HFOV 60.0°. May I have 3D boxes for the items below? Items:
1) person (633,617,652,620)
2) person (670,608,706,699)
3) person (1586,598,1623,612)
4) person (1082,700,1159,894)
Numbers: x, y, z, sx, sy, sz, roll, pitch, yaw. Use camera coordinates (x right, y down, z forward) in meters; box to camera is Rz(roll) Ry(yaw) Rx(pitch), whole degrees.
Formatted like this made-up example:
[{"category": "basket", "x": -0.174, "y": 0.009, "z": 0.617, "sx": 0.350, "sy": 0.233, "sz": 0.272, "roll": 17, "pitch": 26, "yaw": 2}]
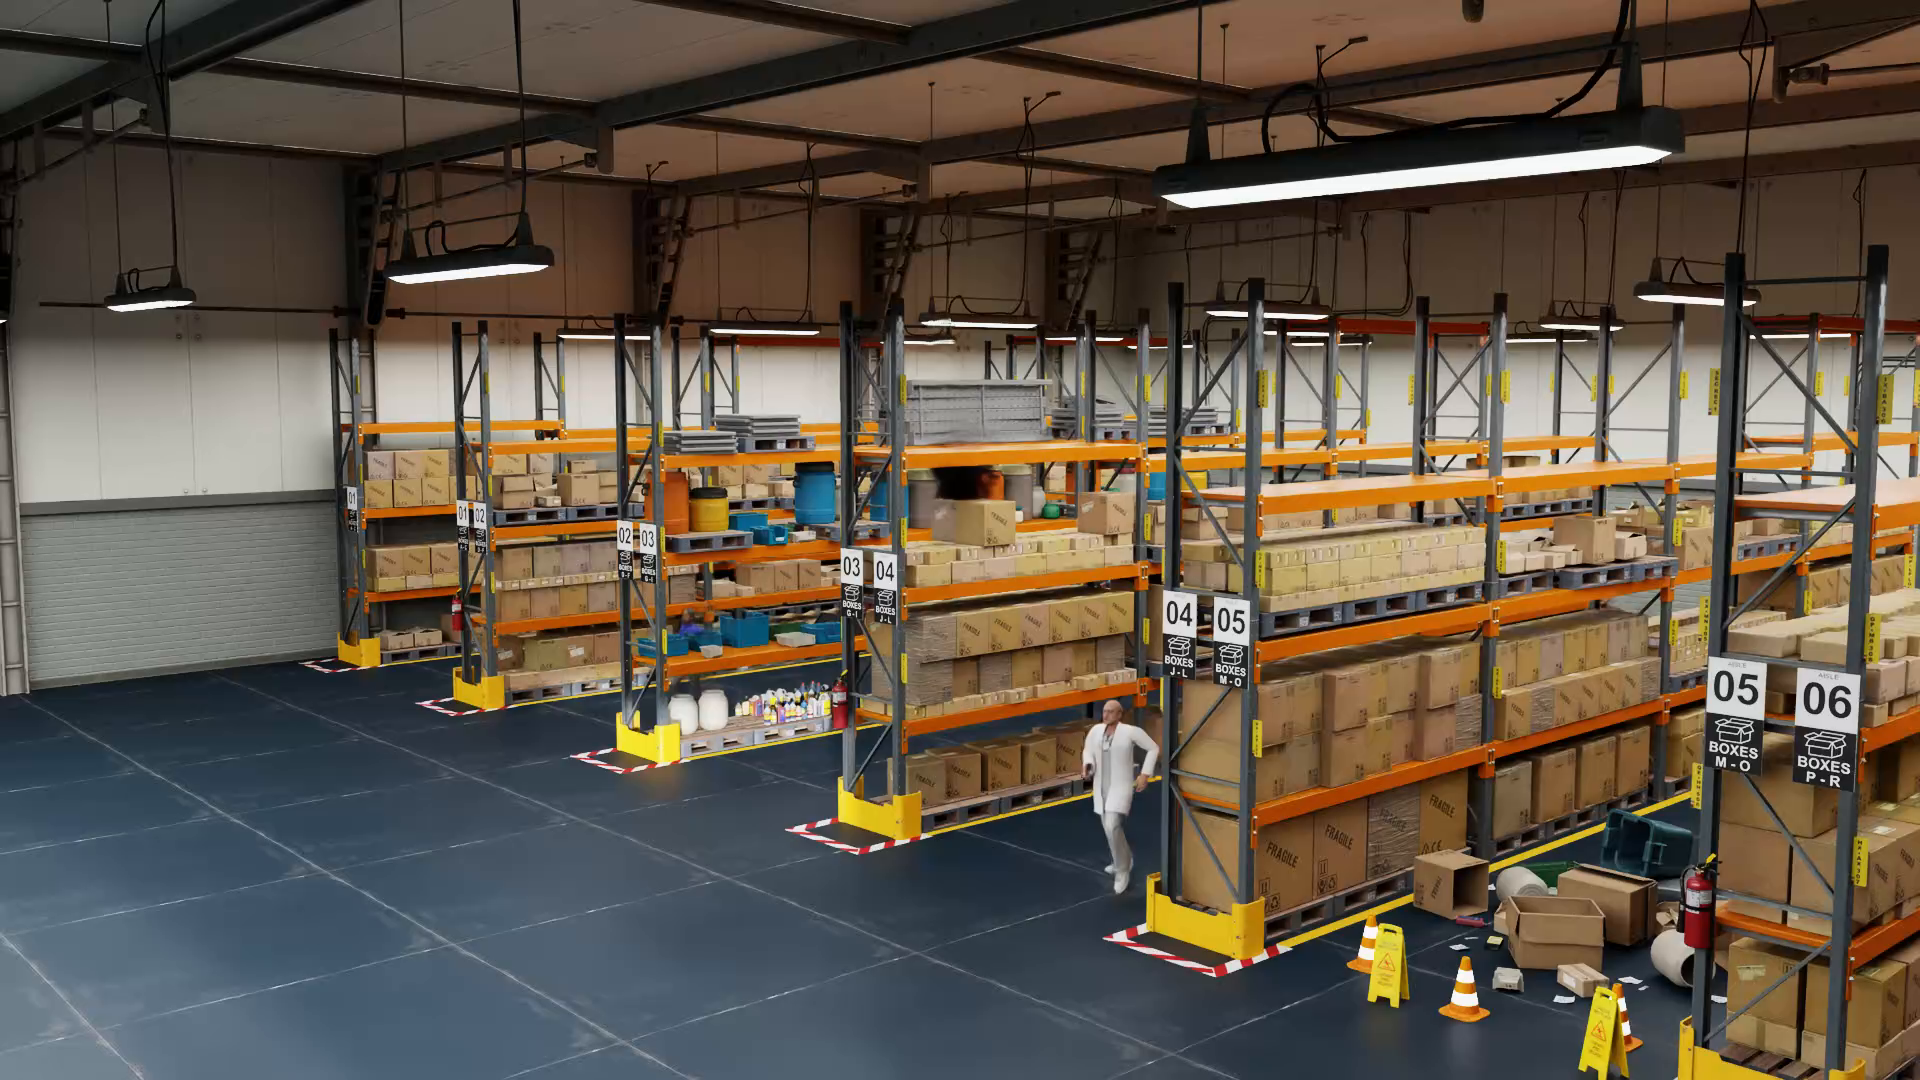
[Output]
[{"category": "person", "x": -5.894, "y": 1.226, "z": 30.969, "sx": 0.707, "sy": 1.727, "sz": 0.740, "roll": 4, "pitch": 7, "yaw": 38}, {"category": "person", "x": -4.080, "y": 1.881, "z": 25.087, "sx": 0.558, "sy": 1.708, "sz": 0.758, "roll": 3, "pitch": 7, "yaw": 31}, {"category": "person", "x": 10.274, "y": 1.668, "z": 26.590, "sx": 0.741, "sy": 1.762, "sz": 0.903, "roll": 5, "pitch": 7, "yaw": 40}, {"category": "person", "x": 1.500, "y": 2.489, "z": 16.189, "sx": 0.725, "sy": 1.884, "sz": 0.778, "roll": 5, "pitch": 7, "yaw": 39}]
